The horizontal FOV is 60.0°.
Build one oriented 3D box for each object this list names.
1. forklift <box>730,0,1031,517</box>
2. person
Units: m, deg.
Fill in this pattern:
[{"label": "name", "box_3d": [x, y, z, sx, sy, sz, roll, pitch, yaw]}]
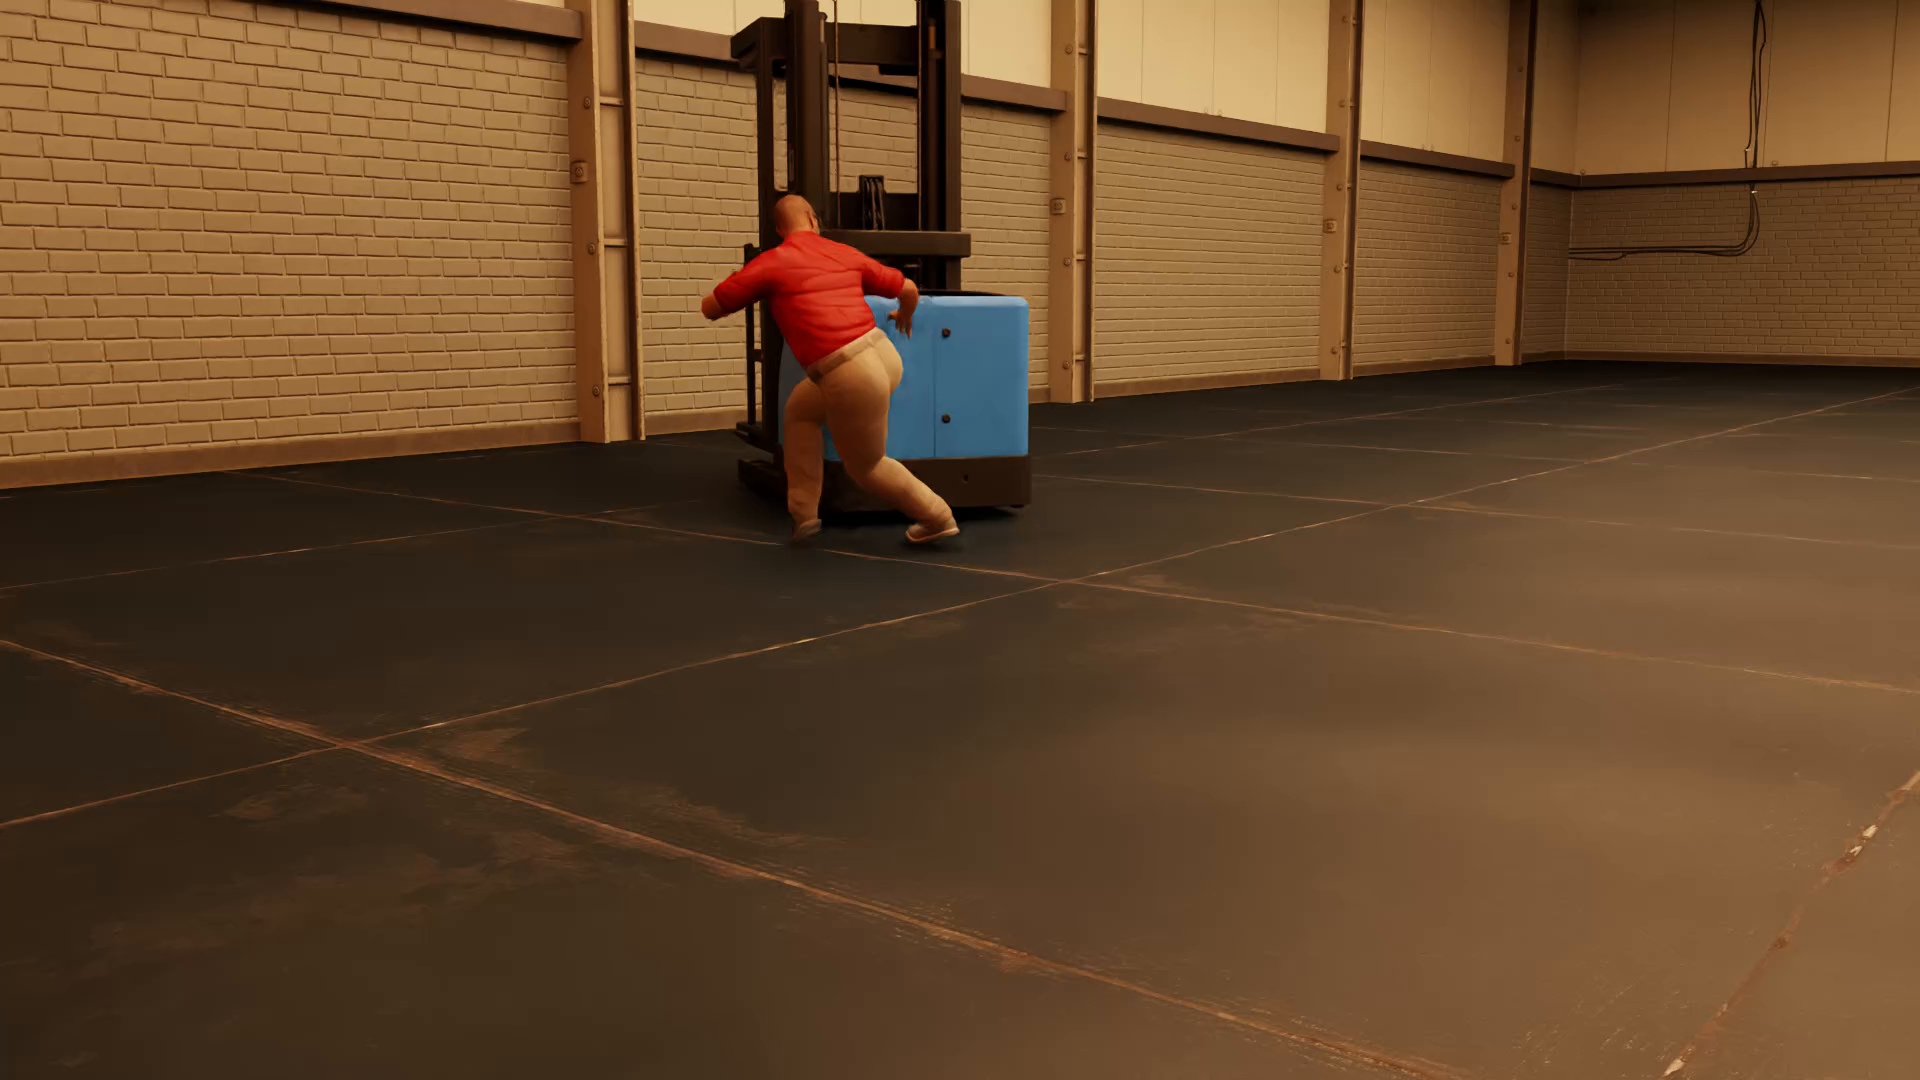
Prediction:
[{"label": "forklift", "box_3d": [-0.620, -1.735, 9.139, 1.130, 2.935, 3.031, -3, 9, -19]}, {"label": "person", "box_3d": [-0.570, -0.704, 7.056, 0.966, 1.486, 0.997, 6, 10, 36]}]
